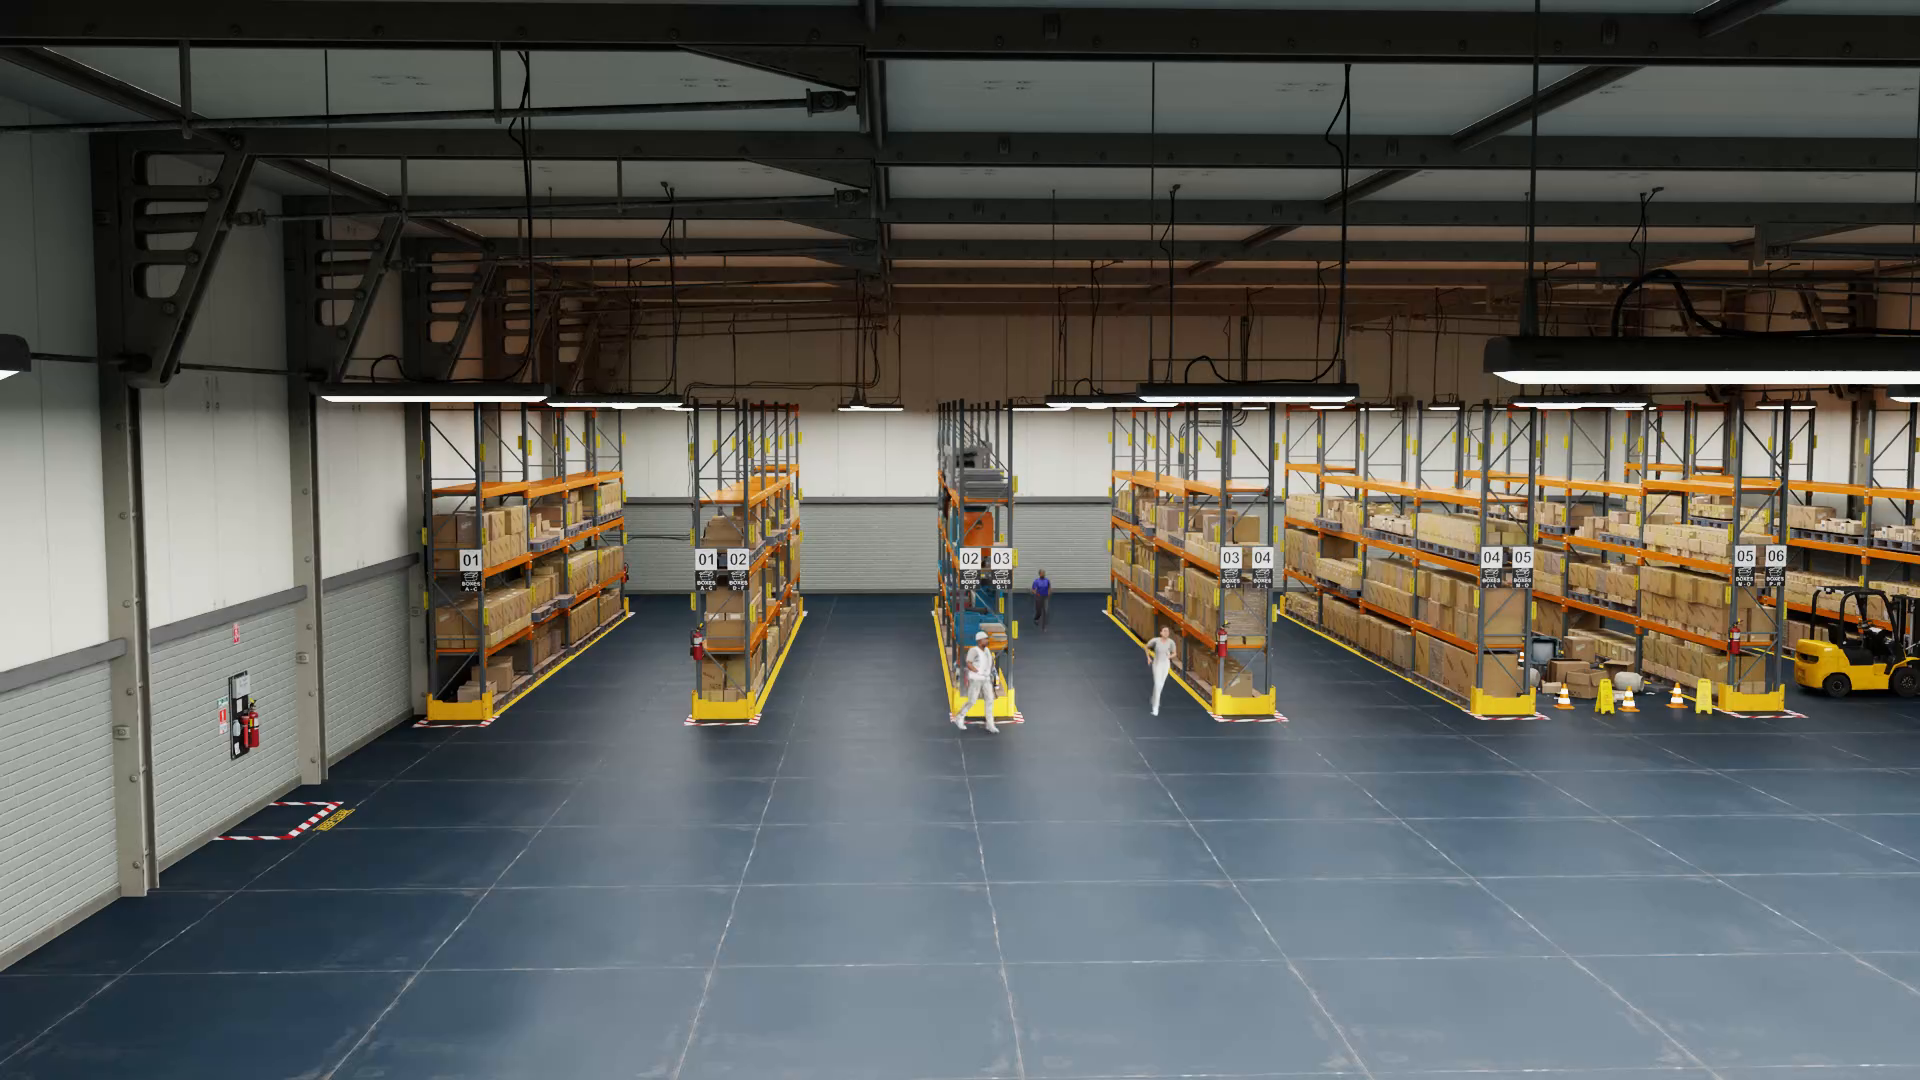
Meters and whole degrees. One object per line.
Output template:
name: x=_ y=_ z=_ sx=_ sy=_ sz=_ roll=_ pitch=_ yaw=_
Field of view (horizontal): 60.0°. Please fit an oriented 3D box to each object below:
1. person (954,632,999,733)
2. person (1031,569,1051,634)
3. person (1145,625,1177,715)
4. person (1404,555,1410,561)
person: x=0.416 y=2.540 z=29.973 sx=0.916 sy=1.763 sz=0.742 roll=4 pitch=6 yaw=40
person: x=2.151 y=1.594 z=43.747 sx=0.579 sy=1.659 sz=0.859 roll=-1 pitch=4 yaw=-13
person: x=3.872 y=2.475 z=32.002 sx=0.573 sy=1.709 sz=0.789 roll=-1 pitch=4 yaw=-13
person: x=13.227 y=1.169 z=49.220 sx=0.604 sy=1.609 sz=0.565 roll=-1 pitch=4 yaw=-11
